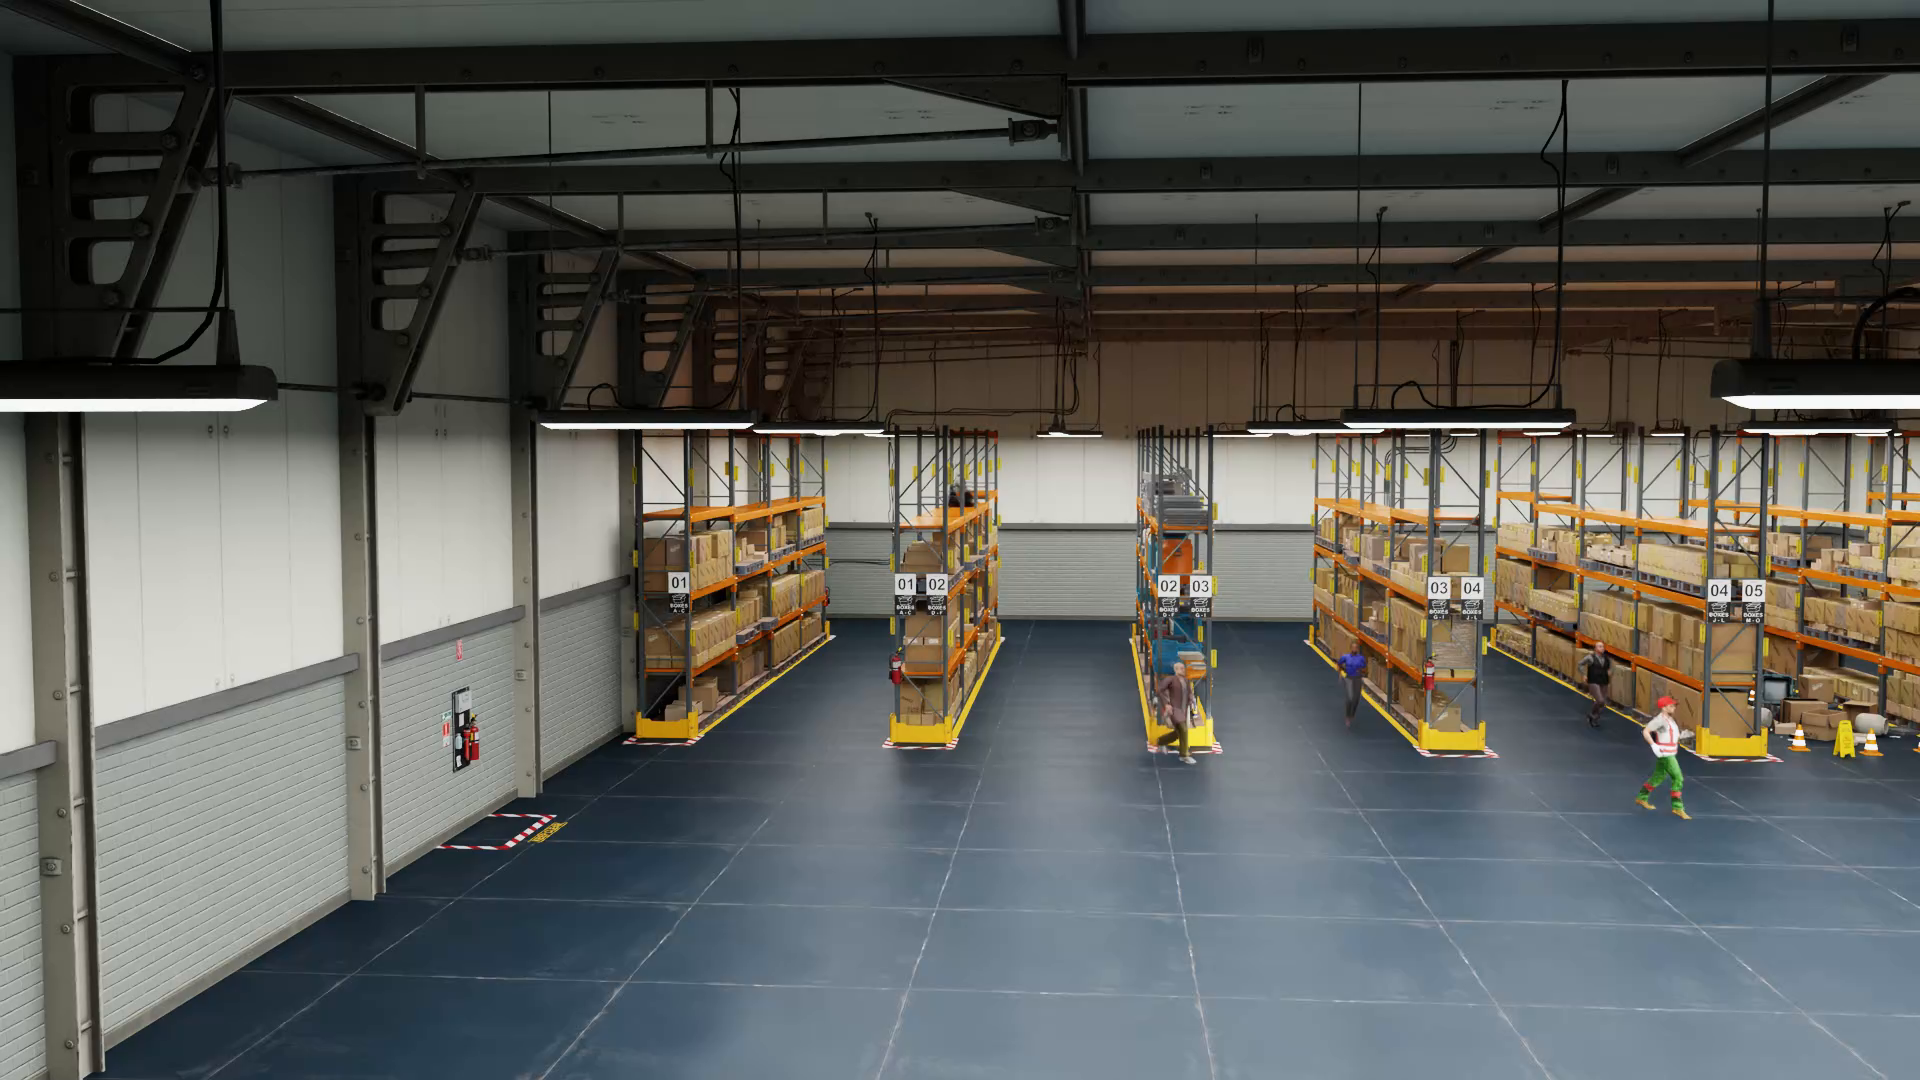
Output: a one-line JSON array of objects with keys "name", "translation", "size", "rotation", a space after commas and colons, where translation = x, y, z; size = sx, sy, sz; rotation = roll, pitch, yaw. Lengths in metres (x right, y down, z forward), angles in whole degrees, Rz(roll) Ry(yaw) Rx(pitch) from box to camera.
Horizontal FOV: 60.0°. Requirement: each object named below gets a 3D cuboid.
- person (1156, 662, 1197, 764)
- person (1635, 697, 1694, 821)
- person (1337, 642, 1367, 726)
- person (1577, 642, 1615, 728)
[{"name": "person", "translation": [3.882, 3.069, 29.715], "size": [0.722, 1.768, 0.961], "rotation": [-3, 5, -43]}, {"name": "person", "translation": [10.705, 3.293, 25.272], "size": [0.840, 1.834, 0.653], "rotation": [2, 4, 31]}, {"name": "person", "translation": [7.894, 2.895, 33.431], "size": [0.543, 1.701, 0.725], "rotation": [0, 3, -2]}, {"name": "person", "translation": [12.688, 2.877, 33.016], "size": [0.644, 1.699, 0.642], "rotation": [-1, 4, -12]}]
